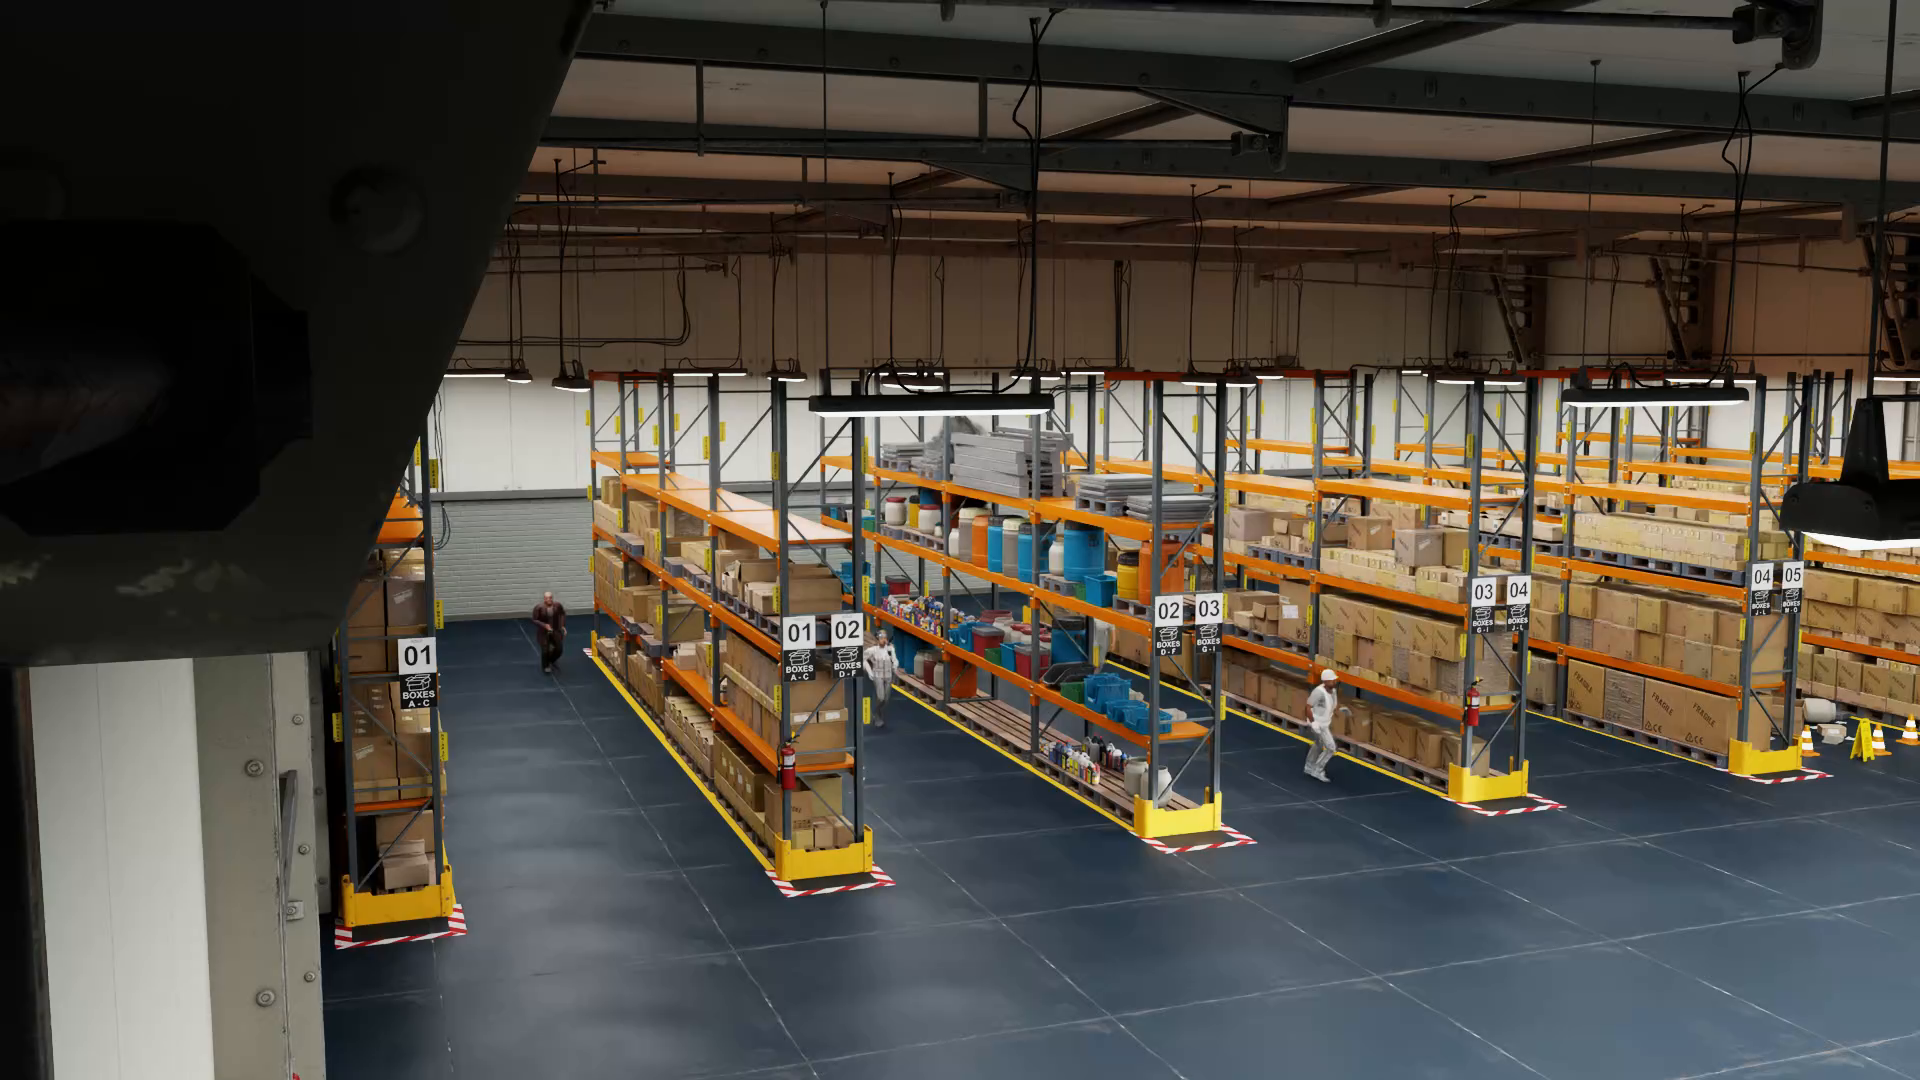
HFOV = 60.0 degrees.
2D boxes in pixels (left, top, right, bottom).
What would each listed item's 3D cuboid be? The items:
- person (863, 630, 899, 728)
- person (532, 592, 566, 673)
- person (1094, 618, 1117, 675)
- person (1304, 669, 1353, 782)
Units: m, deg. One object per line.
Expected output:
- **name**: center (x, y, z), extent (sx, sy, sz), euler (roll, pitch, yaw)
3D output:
- **person**: center (-1.317, 2.353, 28.211), extent (0.628, 1.680, 0.640), euler (-2, 7, -19)
- **person**: center (-8.143, 1.830, 32.964), extent (0.699, 1.666, 0.815), euler (-3, 7, -28)
- **person**: center (2.689, 1.986, 31.727), extent (0.566, 1.607, 0.651), euler (-1, 6, -5)
- **person**: center (5.435, 2.747, 24.774), extent (0.756, 1.717, 0.701), euler (4, 7, 30)
